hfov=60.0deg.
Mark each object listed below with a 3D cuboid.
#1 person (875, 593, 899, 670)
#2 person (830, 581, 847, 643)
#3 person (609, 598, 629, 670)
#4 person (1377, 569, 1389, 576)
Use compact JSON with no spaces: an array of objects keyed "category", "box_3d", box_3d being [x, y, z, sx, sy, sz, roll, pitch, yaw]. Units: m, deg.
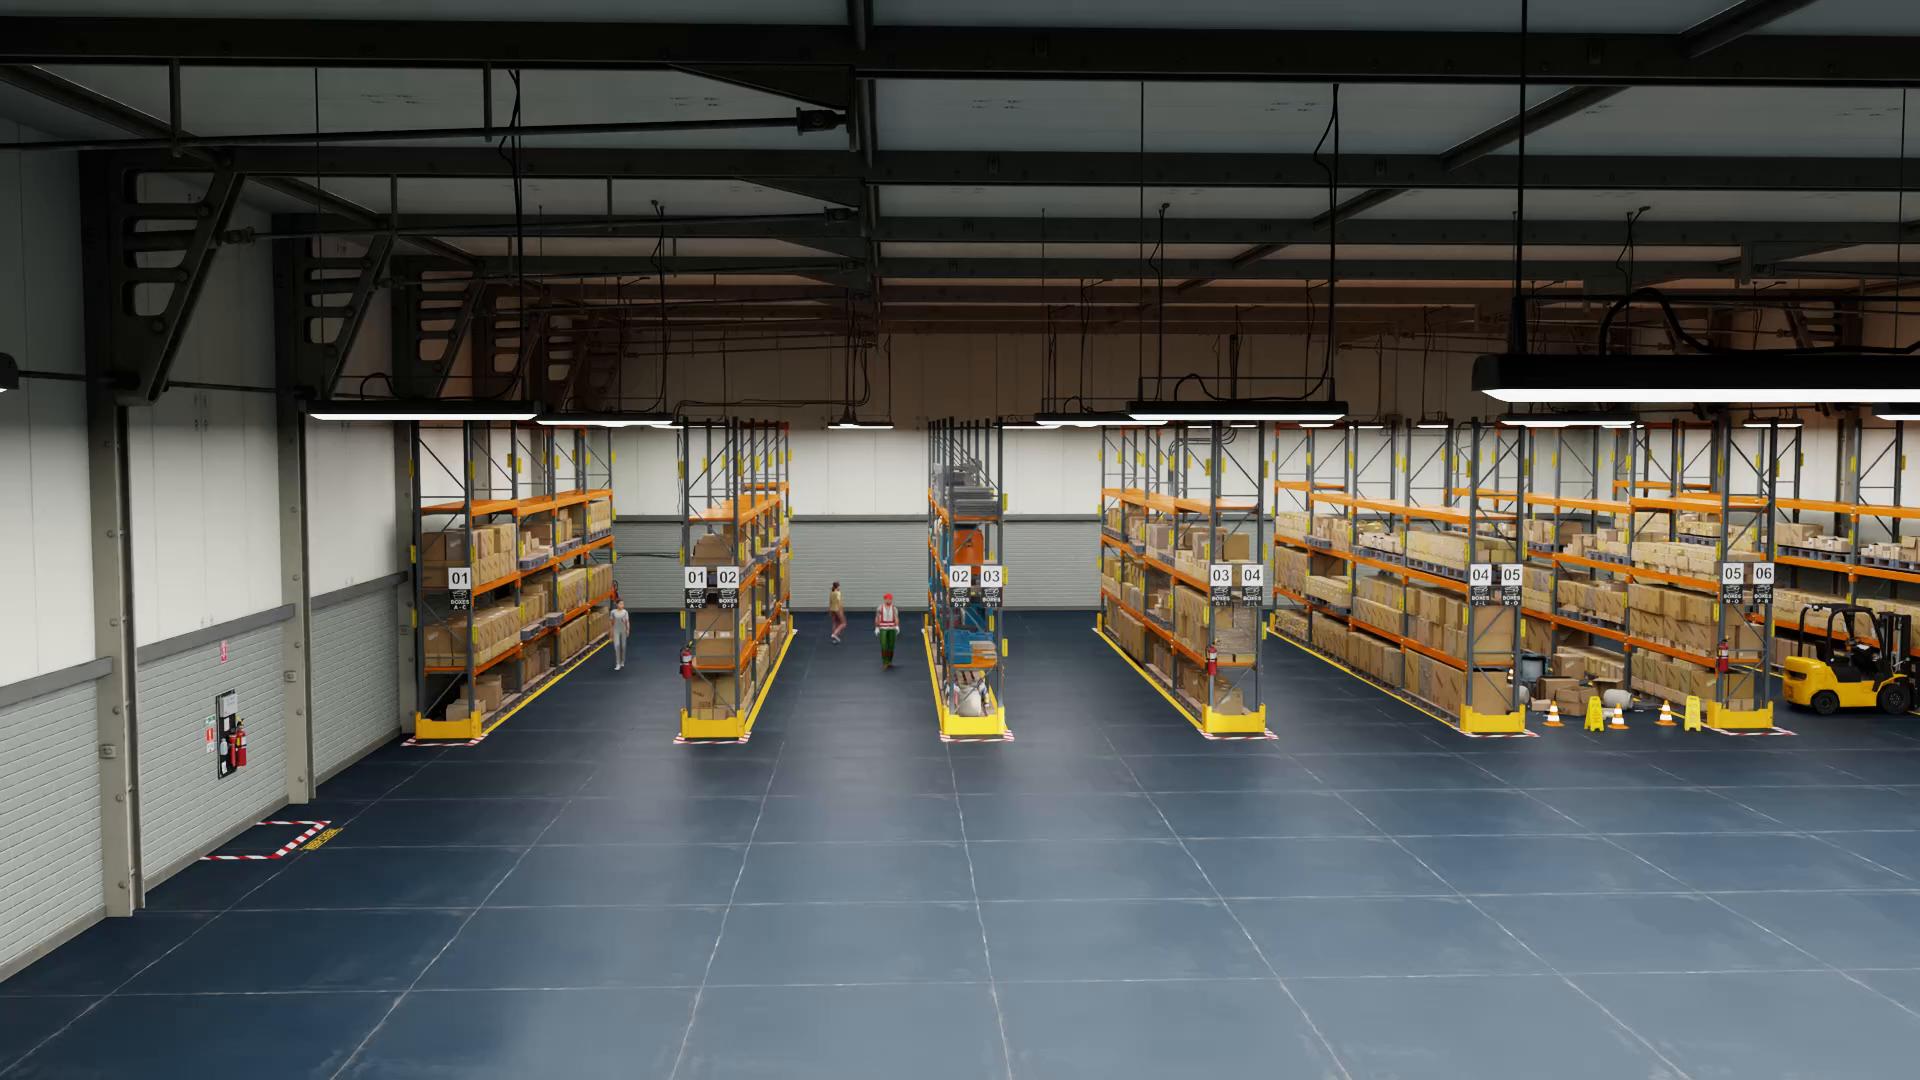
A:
[{"category":"person","box_3d":[-1.735,2.209,40.325,0.563,1.805,0.670,-1,4,-16]},{"category":"person","box_3d":[-3.368,1.953,45.001,0.473,1.673,0.474,-3,5,-43]},{"category":"person","box_3d":[-8.210,2.282,40.269,0.461,1.668,0.664,-2,4,-25]},{"category":"person","box_3d":[12.876,1.564,50.696,0.511,1.763,0.561,-2,4,-29]}]
